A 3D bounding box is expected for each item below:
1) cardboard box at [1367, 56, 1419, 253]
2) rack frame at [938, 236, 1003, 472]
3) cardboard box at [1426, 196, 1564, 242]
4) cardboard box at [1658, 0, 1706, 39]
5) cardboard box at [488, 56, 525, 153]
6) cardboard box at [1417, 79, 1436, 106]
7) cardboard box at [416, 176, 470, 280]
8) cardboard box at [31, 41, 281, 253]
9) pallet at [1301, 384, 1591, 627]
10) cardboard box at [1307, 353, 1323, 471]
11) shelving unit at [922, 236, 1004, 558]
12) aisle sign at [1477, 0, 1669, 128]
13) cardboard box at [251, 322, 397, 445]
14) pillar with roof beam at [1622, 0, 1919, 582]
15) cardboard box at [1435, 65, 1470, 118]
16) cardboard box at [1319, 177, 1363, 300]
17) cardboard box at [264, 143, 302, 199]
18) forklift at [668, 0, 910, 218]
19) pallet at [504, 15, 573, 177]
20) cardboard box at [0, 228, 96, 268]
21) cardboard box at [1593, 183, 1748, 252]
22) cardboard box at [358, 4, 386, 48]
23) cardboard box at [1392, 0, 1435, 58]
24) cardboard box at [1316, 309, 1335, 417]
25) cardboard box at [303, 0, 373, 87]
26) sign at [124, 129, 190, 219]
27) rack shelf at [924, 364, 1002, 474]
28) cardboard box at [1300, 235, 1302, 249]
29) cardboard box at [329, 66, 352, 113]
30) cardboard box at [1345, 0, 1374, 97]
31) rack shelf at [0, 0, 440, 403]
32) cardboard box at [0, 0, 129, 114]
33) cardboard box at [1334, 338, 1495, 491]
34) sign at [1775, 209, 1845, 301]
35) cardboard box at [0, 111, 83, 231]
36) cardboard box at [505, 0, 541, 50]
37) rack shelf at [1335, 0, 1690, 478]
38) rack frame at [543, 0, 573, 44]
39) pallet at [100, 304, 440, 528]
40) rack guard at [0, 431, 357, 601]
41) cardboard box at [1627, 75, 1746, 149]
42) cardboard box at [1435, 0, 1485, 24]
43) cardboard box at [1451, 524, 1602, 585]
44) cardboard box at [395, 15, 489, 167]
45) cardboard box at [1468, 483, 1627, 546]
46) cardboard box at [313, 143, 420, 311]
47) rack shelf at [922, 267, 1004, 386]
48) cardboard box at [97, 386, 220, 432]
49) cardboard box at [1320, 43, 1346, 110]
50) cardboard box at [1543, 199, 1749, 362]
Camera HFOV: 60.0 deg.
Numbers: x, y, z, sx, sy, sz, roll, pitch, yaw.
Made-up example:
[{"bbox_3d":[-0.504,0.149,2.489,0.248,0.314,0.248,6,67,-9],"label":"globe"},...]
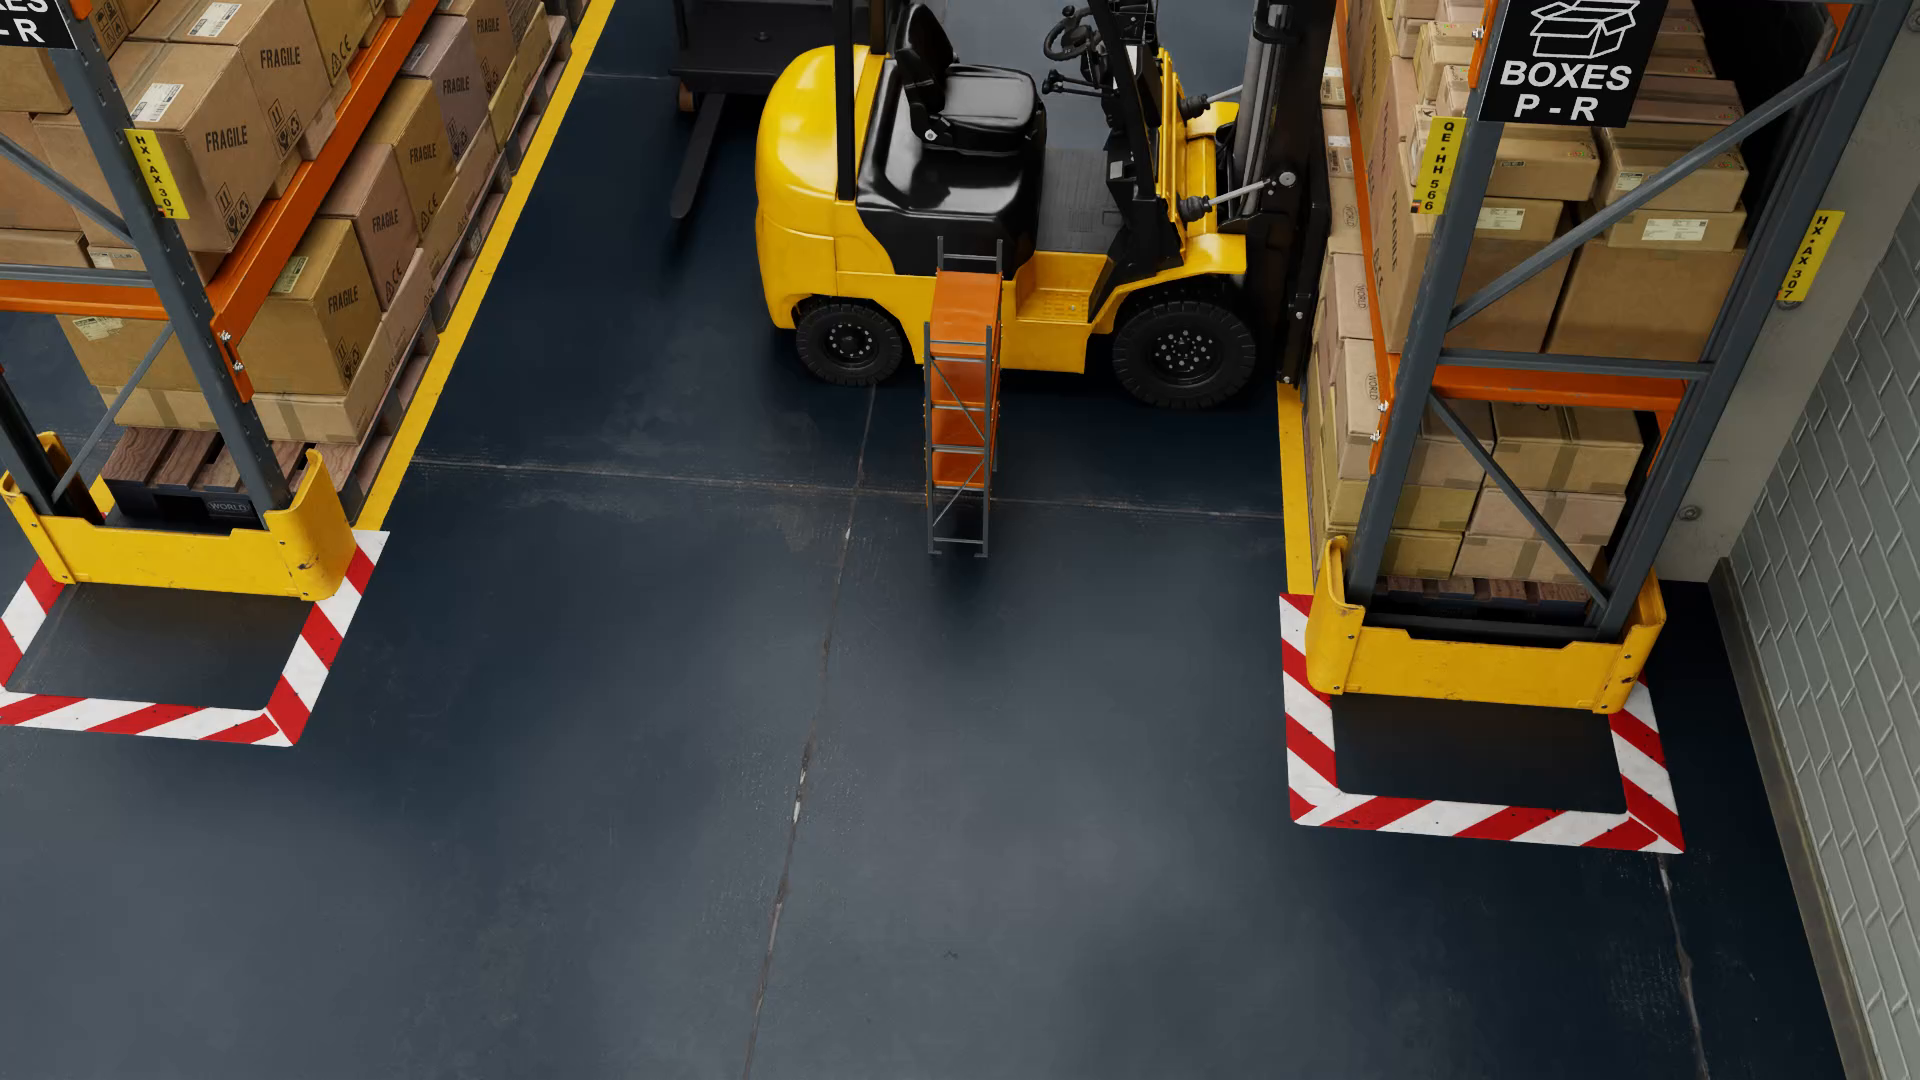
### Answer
[{"bbox_3d":[1.746,-1.341,5.876,0.500,0.500,0.500,5,48,5],"label":"cardboard box"},{"bbox_3d":[0.037,-0.706,6.583,0.240,1.200,0.015,4,48,4],"label":"rack frame"},{"bbox_3d":[1.658,-1.074,5.192,0.380,0.149,0.250,5,48,4],"label":"cardboard box"},{"bbox_3d":[2.254,-1.699,5.562,0.380,0.149,0.250,4,48,4],"label":"cardboard box"},{"bbox_3d":[-2.498,-2.187,8.297,0.500,0.250,0.500,3,48,2],"label":"cardboard box"},{"bbox_3d":[1.737,-1.450,5.536,0.380,0.149,0.250,5,48,4],"label":"cardboard box"},{"bbox_3d":[-2.597,-1.443,7.616,0.500,0.250,0.500,7,48,6],"label":"cardboard box"},{"bbox_3d":[-2.718,-1.342,5.676,0.500,0.500,0.500,3,48,3],"label":"cardboard box"},{"bbox_3d":[1.934,-0.171,6.764,1.003,0.211,1.213,4,48,4],"label":"pallet"},{"bbox_3d":[1.689,-0.493,6.747,0.500,0.250,0.500,4,48,4],"label":"cardboard box"},{"bbox_3d":[0.015,-0.527,6.419,0.258,1.200,0.503,4,48,4],"label":"shelving unit"},{"bbox_3d":[1.607,-1.396,4.233,0.394,0.787,0.004,4,48,4],"label":"aisle sign"},{"bbox_3d":[-2.689,-0.667,6.906,0.500,0.250,0.500,4,48,3],"label":"cardboard box"},{"bbox_3d":[-1.420,-3.313,3.682,9.100,9.000,0.400,4,48,4],"label":"pillar with roof beam"},{"bbox_3d":[1.720,-1.361,5.253,0.380,0.149,0.250,4,48,4],"label":"cardboard box"},{"bbox_3d":[1.714,-1.205,6.721,0.500,0.250,0.500,4,48,4],"label":"cardboard box"},{"bbox_3d":[-2.687,-1.406,6.173,0.380,0.149,0.250,2,48,2],"label":"cardboard box"},{"bbox_3d":[-0.910,-3.456,7.925,1.130,2.935,3.031,3,48,3],"label":"forklift"},{"bbox_3d":[-2.699,-2.381,8.785,1.003,0.211,1.213,4,48,4],"label":"pallet"},{"bbox_3d":[-3.216,-1.083,5.878,0.380,0.149,0.250,5,48,5],"label":"cardboard box"},{"bbox_3d":[2.195,-1.032,5.154,0.380,0.149,0.250,3,48,3],"label":"cardboard box"},{"bbox_3d":[-2.610,-2.171,6.873,0.380,0.149,0.250,3,48,2],"label":"cardboard box"},{"bbox_3d":[1.748,-1.831,5.885,0.380,0.149,0.250,2,48,2],"label":"cardboard box"},{"bbox_3d":[1.695,-0.677,6.576,0.500,0.250,0.500,3,48,3],"label":"cardboard box"},{"bbox_3d":[-2.629,-2.098,6.366,0.500,0.500,0.500,3,48,3],"label":"cardboard box"},{"bbox_3d":[-2.497,-1.135,5.168,0.100,0.325,0.005,4,48,4],"label":"sign"},{"bbox_3d":[0.015,-0.481,6.468,0.258,0.148,0.480,4,48,4],"label":"rack shelf"},{"bbox_3d":[1.768,-1.243,7.433,0.500,0.250,0.500,5,48,5],"label":"cardboard box"},{"bbox_3d":[-2.628,-1.781,6.517,0.380,0.149,0.250,5,48,5],"label":"cardboard box"},{"bbox_3d":[1.827,-2.088,6.559,0.500,0.500,0.500,4,48,4],"label":"cardboard box"},{"bbox_3d":[-2.855,-2.106,7.131,1.077,0.370,4.000,4,48,4],"label":"rack shelf"},{"bbox_3d":[-3.208,-1.740,5.362,0.700,0.500,0.500,3,48,3],"label":"cardboard box"},{"bbox_3d":[1.637,-0.458,6.037,0.500,0.250,0.500,5,48,5],"label":"cardboard box"},{"bbox_3d":[2.458,-0.825,4.831,0.100,0.325,0.005,4,48,4],"label":"sign"},{"bbox_3d":[-3.262,-1.430,5.756,0.500,0.500,0.500,3,48,3],"label":"cardboard box"},{"bbox_3d":[-2.460,-2.832,8.378,0.500,0.500,0.500,3,48,3],"label":"cardboard box"},{"bbox_3d":[2.088,-1.775,6.828,1.077,0.370,4.000,4,48,4],"label":"rack shelf"},{"bbox_3d":[-2.673,-3.818,8.209,1.000,3.000,0.127,4,48,4],"label":"rack frame"},{"bbox_3d":[-2.921,-0.588,7.145,1.003,0.211,1.213,4,48,4],"label":"pallet"},{"bbox_3d":[-3.031,-0.091,6.494,1.175,0.500,0.348,4,48,4],"label":"rack guard"},{"bbox_3d":[2.236,-1.324,5.220,0.380,0.149,0.250,5,48,5],"label":"cardboard box"},{"bbox_3d":[1.814,-1.733,5.594,0.380,0.149,0.250,4,48,4],"label":"cardboard box"},{"bbox_3d":[2.145,-0.109,6.396,0.500,0.250,0.500,4,48,4],"label":"cardboard box"},{"bbox_3d":[-2.550,-2.083,7.693,0.500,0.500,0.500,6,48,6],"label":"cardboard box"},{"bbox_3d":[2.156,-0.262,6.197,0.500,0.250,0.500,5,48,4],"label":"cardboard box"},{"bbox_3d":[-2.644,-1.322,6.997,0.500,0.500,0.500,2,48,2],"label":"cardboard box"},{"bbox_3d":[0.015,-0.792,6.129,0.258,0.148,0.480,4,48,4],"label":"rack shelf"},{"bbox_3d":[-3.230,-0.722,6.957,0.500,0.250,0.500,4,48,3],"label":"cardboard box"},{"bbox_3d":[1.823,-1.962,7.413,0.500,0.250,0.500,5,48,5],"label":"cardboard box"},{"bbox_3d":[2.228,-0.927,5.497,0.500,0.500,0.500,5,48,5],"label":"cardboard box"}]
